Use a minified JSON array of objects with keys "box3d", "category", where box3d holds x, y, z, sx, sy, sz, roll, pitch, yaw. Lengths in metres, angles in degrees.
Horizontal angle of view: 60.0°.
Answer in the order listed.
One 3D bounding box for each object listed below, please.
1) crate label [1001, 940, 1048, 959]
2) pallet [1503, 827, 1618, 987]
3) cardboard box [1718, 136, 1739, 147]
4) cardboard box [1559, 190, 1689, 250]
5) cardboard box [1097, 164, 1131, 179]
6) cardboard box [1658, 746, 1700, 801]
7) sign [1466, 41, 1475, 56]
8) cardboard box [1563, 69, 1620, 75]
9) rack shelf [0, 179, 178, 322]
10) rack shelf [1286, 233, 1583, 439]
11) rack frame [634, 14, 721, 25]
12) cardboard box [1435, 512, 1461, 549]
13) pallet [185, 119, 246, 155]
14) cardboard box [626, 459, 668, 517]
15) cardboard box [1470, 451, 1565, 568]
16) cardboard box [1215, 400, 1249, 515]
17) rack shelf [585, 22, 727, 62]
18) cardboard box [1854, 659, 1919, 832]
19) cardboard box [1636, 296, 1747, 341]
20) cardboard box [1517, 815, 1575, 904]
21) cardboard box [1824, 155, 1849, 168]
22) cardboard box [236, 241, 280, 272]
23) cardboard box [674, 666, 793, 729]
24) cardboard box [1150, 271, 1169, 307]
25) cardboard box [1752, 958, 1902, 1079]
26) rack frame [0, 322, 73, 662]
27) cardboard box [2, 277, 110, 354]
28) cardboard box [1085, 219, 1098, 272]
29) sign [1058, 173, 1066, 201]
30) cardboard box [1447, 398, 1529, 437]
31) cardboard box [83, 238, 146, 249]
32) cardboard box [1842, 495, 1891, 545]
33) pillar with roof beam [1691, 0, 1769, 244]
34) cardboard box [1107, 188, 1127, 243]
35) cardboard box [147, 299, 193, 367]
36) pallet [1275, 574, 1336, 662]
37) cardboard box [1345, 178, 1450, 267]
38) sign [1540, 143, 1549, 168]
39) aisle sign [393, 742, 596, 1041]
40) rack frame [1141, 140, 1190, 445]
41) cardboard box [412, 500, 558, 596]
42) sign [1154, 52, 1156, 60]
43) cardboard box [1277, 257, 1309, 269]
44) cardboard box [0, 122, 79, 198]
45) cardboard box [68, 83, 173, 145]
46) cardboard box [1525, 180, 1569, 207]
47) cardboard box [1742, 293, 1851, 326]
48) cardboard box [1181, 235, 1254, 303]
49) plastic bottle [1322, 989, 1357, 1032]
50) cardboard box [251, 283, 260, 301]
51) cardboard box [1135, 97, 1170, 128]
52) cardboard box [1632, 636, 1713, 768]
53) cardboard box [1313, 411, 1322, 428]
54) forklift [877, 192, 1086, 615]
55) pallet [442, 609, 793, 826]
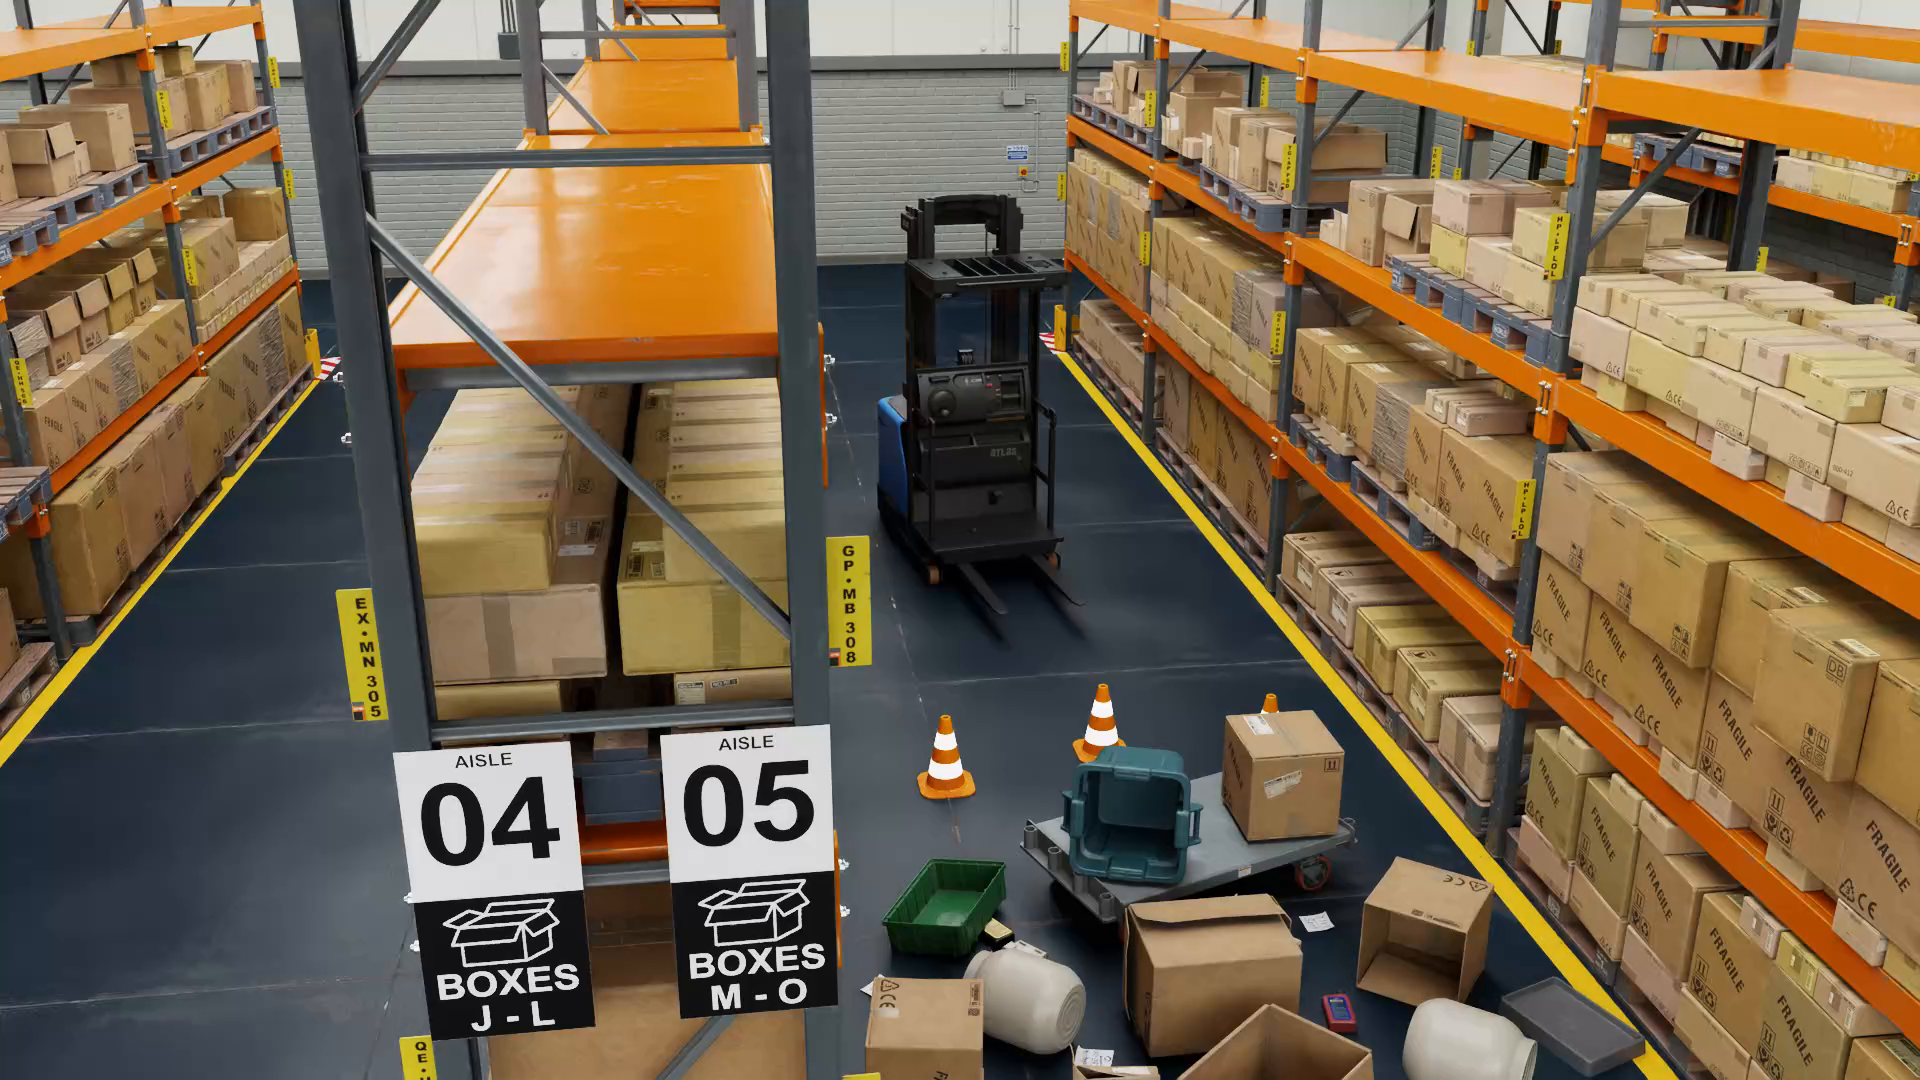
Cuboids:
[{"box3d":[0.296,2.130,8.318,0.250,0.136,0.298,17,27,39],"category":"crate label"},{"box3d":[3.630,1.891,8.852,1.003,0.211,1.213,-3,21,-8],"category":"pallet"},{"box3d":[7.083,-3.634,14.987,0.380,0.149,0.250,-2,21,-6],"category":"cardboard box"},{"box3d":[3.728,-1.807,9.379,0.500,0.250,0.500,-3,21,-9],"category":"cardboard box"},{"box3d":[1.718,-4.034,18.229,0.380,0.149,0.250,-3,21,-7],"category":"cardboard box"},{"box3d":[3.401,1.040,7.504,0.380,0.149,0.250,-3,21,-7],"category":"cardboard box"},{"box3d":[6.142,-5.840,20.029,0.100,0.325,0.005,-3,21,-8],"category":"sign"},{"box3d":[6.798,-4.890,17.810,0.500,0.250,0.500,-3,21,-7],"category":"cardboard box"},{"box3d":[-7.174,-2.292,12.807,1.077,0.370,4.000,-3,21,-8],"category":"rack shelf"},{"box3d":[3.210,-1.407,10.437,1.077,0.370,4.000,-3,21,-8],"category":"rack shelf"},{"box3d":[-3.116,-6.327,18.295,1.000,3.000,0.127,-3,21,-8],"category":"rack frame"},{"box3d":[3.057,-0.069,9.874,0.380,0.149,0.250,-3,21,-9],"category":"cardboard box"},{"box3d":[-7.742,-3.985,16.439,1.003,0.211,1.213,-3,21,-8],"category":"pallet"},{"box3d":[-0.699,-0.050,4.823,0.500,0.250,0.500,-3,21,-8],"category":"cardboard box"},{"box3d":[3.204,-0.178,9.237,0.500,0.500,0.500,-3,21,-9],"category":"cardboard box"},{"box3d":[2.779,-0.785,14.468,0.875,0.875,0.875,-3,21,-7],"category":"cardboard box"},{"box3d":[-2.251,-3.725,12.928,1.077,0.370,4.000,-3,21,-8],"category":"rack shelf"},{"box3d":[3.719,0.742,5.944,0.700,0.500,0.500,-3,21,-7],"category":"cardboard box"},{"box3d":[3.316,-1.002,7.543,0.380,0.149,0.250,-4,21,-10],"category":"cardboard box"},{"box3d":[3.316,1.663,8.807,0.500,0.250,0.500,-4,21,-10],"category":"cardboard box"},{"box3d":[7.434,-3.182,13.806,0.380,0.149,0.250,-3,21,-8],"category":"cardboard box"},{"box3d":[-7.634,-3.040,17.859,0.500,0.250,0.500,-3,21,-9],"category":"cardboard box"},{"box3d":[-0.541,0.357,4.301,0.380,0.149,0.250,-3,21,-7],"category":"cardboard box"},{"box3d":[2.129,-2.414,15.891,0.500,0.250,0.500,-4,21,-9],"category":"cardboard box"},{"box3d":[3.622,2.034,6.742,0.500,0.500,0.500,-2,21,-6],"category":"cardboard box"},{"box3d":[-6.885,-0.532,11.352,1.000,3.000,0.127,-3,21,-8],"category":"rack frame"},{"box3d":[-7.169,-1.760,13.064,0.797,0.503,0.637,-2,21,-6],"category":"cardboard box"},{"box3d":[1.709,-3.317,18.666,0.500,0.500,0.500,-3,21,-8],"category":"cardboard box"},{"box3d":[1.218,-4.218,19.872,0.100,0.325,0.005,-3,21,-8],"category":"sign"},{"box3d":[3.096,-0.720,9.760,0.380,0.149,0.250,-4,21,-9],"category":"cardboard box"},{"box3d":[-7.793,-2.483,15.293,0.500,0.500,0.500,-2,21,-6],"category":"cardboard box"},{"box3d":[3.589,-0.103,6.277,0.380,0.149,0.250,-3,21,-9],"category":"cardboard box"},{"box3d":[3.787,-5.548,16.208,9.100,9.000,0.400,-3,21,-8],"category":"pillar with roof beam"},{"box3d":[1.856,-3.433,17.548,0.500,0.500,0.500,-3,21,-7],"category":"cardboard box"},{"box3d":[-7.124,-1.815,14.646,0.500,0.500,0.500,-3,21,-8],"category":"cardboard box"},{"box3d":[3.032,0.546,12.454,1.003,0.211,1.213,-3,21,-8],"category":"pallet"},{"box3d":[3.048,-2.155,11.268,0.700,0.500,0.500,-3,21,-8],"category":"cardboard box"},{"box3d":[7.231,-4.764,20.579,0.100,0.325,0.005,-3,21,-8],"category":"sign"},{"box3d":[-1.096,0.845,3.951,0.394,0.787,0.004,-3,21,-8],"category":"aisle sign"},{"box3d":[2.345,-2.416,16.398,1.000,3.000,0.127,-3,21,-8],"category":"rack frame"},{"box3d":[-1.194,0.019,4.067,0.380,0.149,0.250,-3,21,-7],"category":"cardboard box"},{"box3d":[2.307,-5.607,19.501,0.100,0.325,0.005,-3,21,-8],"category":"sign"},{"box3d":[2.952,-2.081,13.928,0.500,0.500,0.500,-2,21,-6],"category":"cardboard box"},{"box3d":[-7.201,-2.888,12.627,0.797,0.503,0.637,-3,21,-8],"category":"cardboard box"},{"box3d":[-7.634,-3.880,15.144,0.700,0.500,0.500,-4,21,-11],"category":"cardboard box"},{"box3d":[6.695,-3.783,18.776,0.500,0.500,0.500,-2,21,-6],"category":"cardboard box"},{"box3d":[3.822,-1.028,7.614,0.380,0.149,0.250,-2,21,-6],"category":"cardboard box"},{"box3d":[2.294,-2.416,14.826,0.500,0.500,0.500,-3,21,-9],"category":"cardboard box"},{"box3d":[1.828,2.272,8.047,0.133,0.061,0.283,1,20,2],"category":"plastic bottle"},{"box3d":[-7.441,-2.548,17.109,0.380,0.149,0.250,-3,21,-7],"category":"cardboard box"},{"box3d":[1.936,-4.207,16.355,0.396,0.266,0.258,-2,21,-6],"category":"cardboard box"},{"box3d":[3.440,0.681,7.538,0.500,0.500,0.500,-3,21,-8],"category":"cardboard box"},{"box3d":[2.792,-0.889,12.068,0.380,0.149,0.250,-4,21,-11],"category":"cardboard box"},{"box3d":[0.178,-1.164,13.144,1.130,2.935,3.031,-6,21,-16],"category":"forklift"},{"box3d":[-0.927,0.403,4.689,1.003,0.211,1.213,-3,21,-8],"category":"pallet"}]
